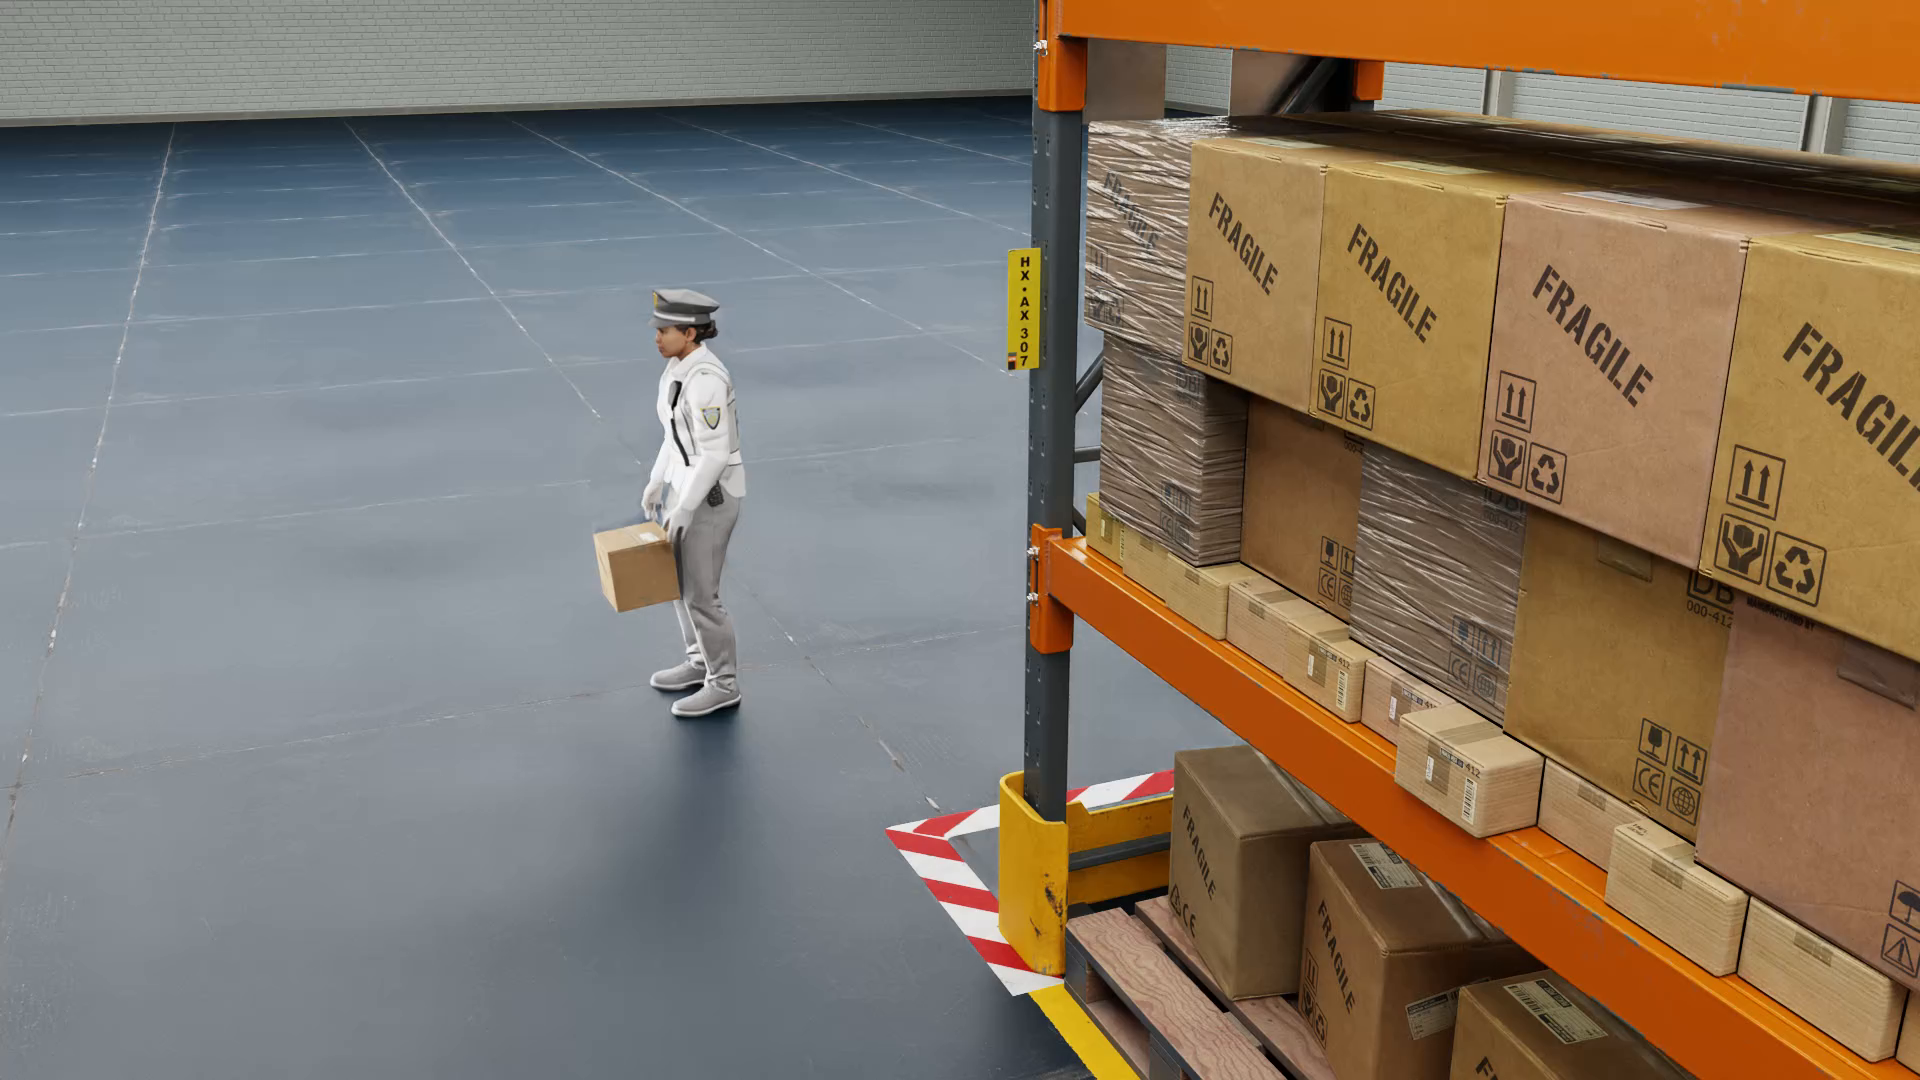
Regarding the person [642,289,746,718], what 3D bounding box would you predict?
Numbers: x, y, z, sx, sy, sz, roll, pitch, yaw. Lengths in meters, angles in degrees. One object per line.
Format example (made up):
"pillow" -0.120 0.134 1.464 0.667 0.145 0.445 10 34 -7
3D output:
"person" -1.028 -0.153 6.482 0.360 1.676 0.505 -8 21 -23
